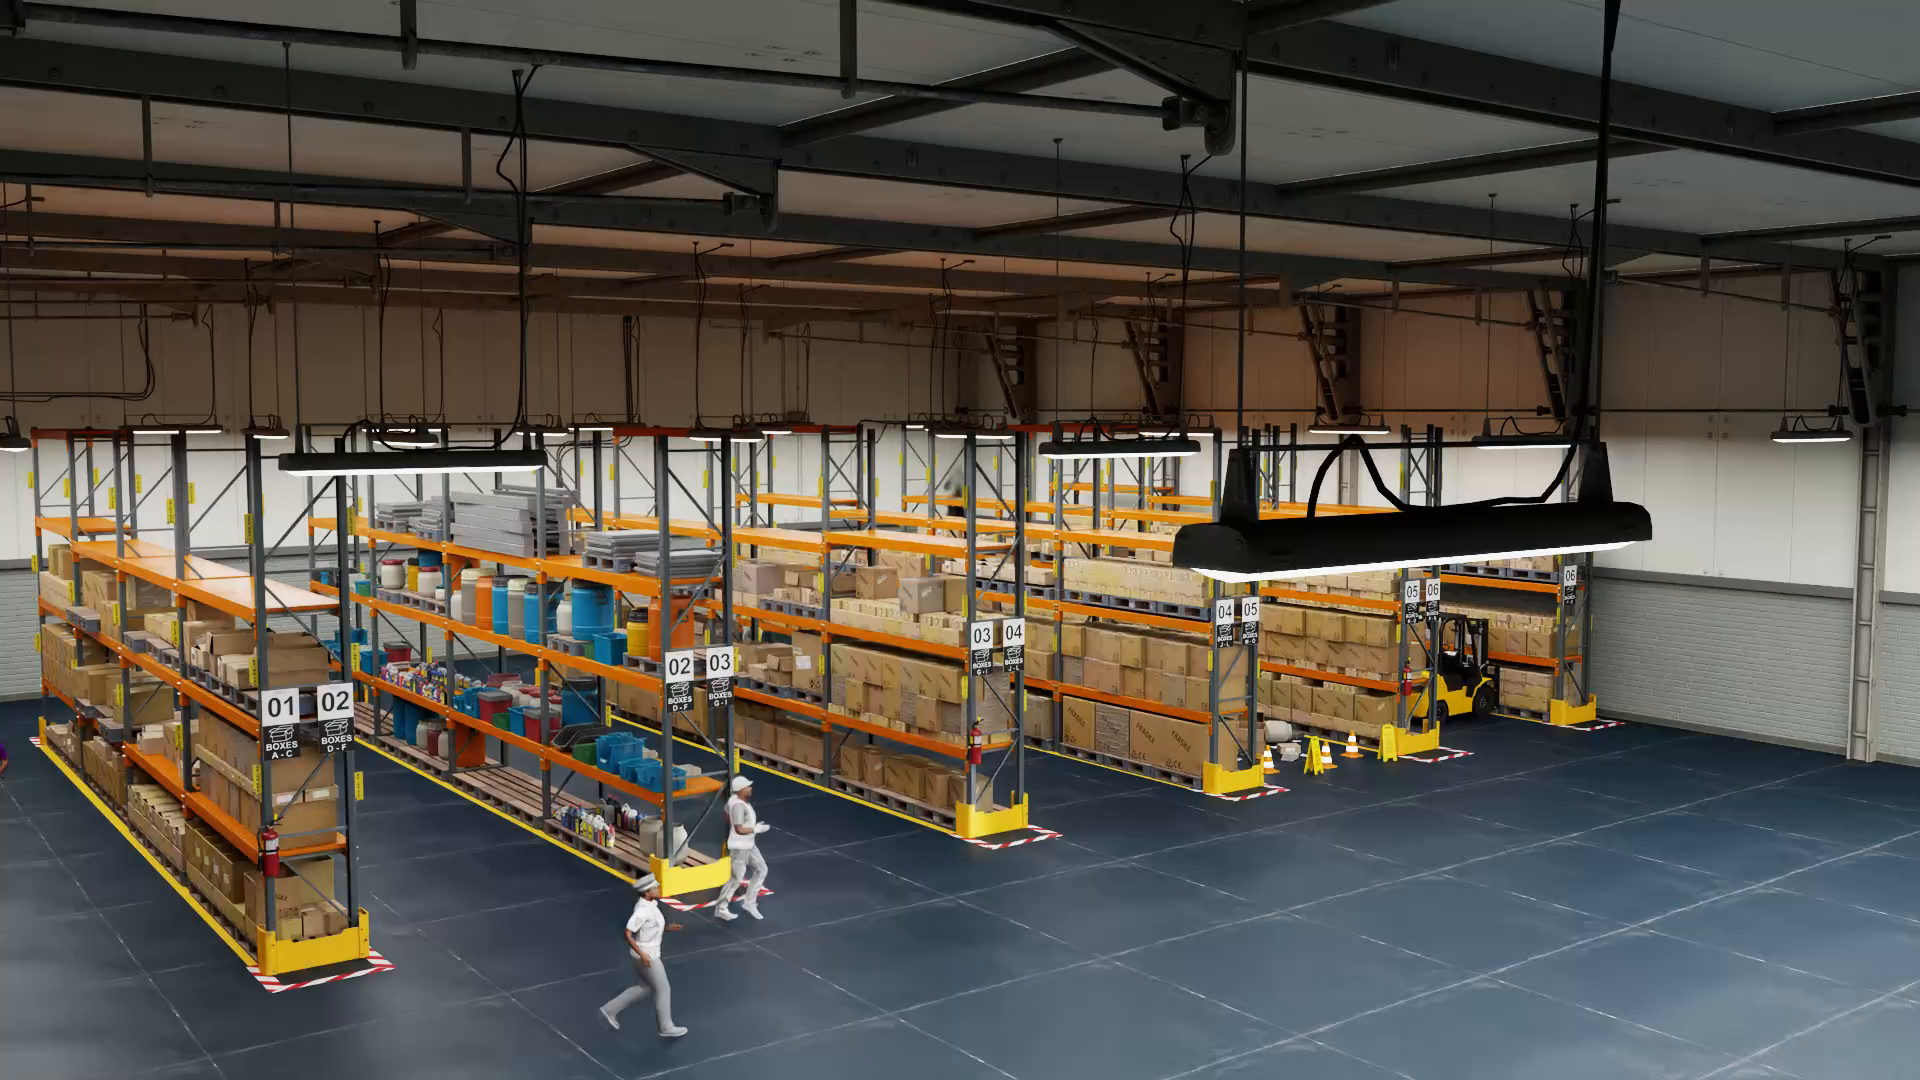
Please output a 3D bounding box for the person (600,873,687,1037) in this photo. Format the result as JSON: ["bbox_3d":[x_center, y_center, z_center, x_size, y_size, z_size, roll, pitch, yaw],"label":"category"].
[{"bbox_3d":[-3.182,4.167,16.669,0.865,1.674,0.578,-1,5,-11],"label":"person"}]

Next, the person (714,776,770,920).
[{"bbox_3d":[-2.687,3.823,20.588,0.707,1.814,0.676,0,4,1],"label":"person"}]

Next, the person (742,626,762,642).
[{"bbox_3d":[-5.203,2.156,41.926,0.730,1.768,0.674,-4,6,-43],"label":"person"}]

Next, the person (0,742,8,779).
[{"bbox_3d":[-14.328,3.545,24.376,0.707,1.754,0.777,-4,6,-42],"label":"person"}]
